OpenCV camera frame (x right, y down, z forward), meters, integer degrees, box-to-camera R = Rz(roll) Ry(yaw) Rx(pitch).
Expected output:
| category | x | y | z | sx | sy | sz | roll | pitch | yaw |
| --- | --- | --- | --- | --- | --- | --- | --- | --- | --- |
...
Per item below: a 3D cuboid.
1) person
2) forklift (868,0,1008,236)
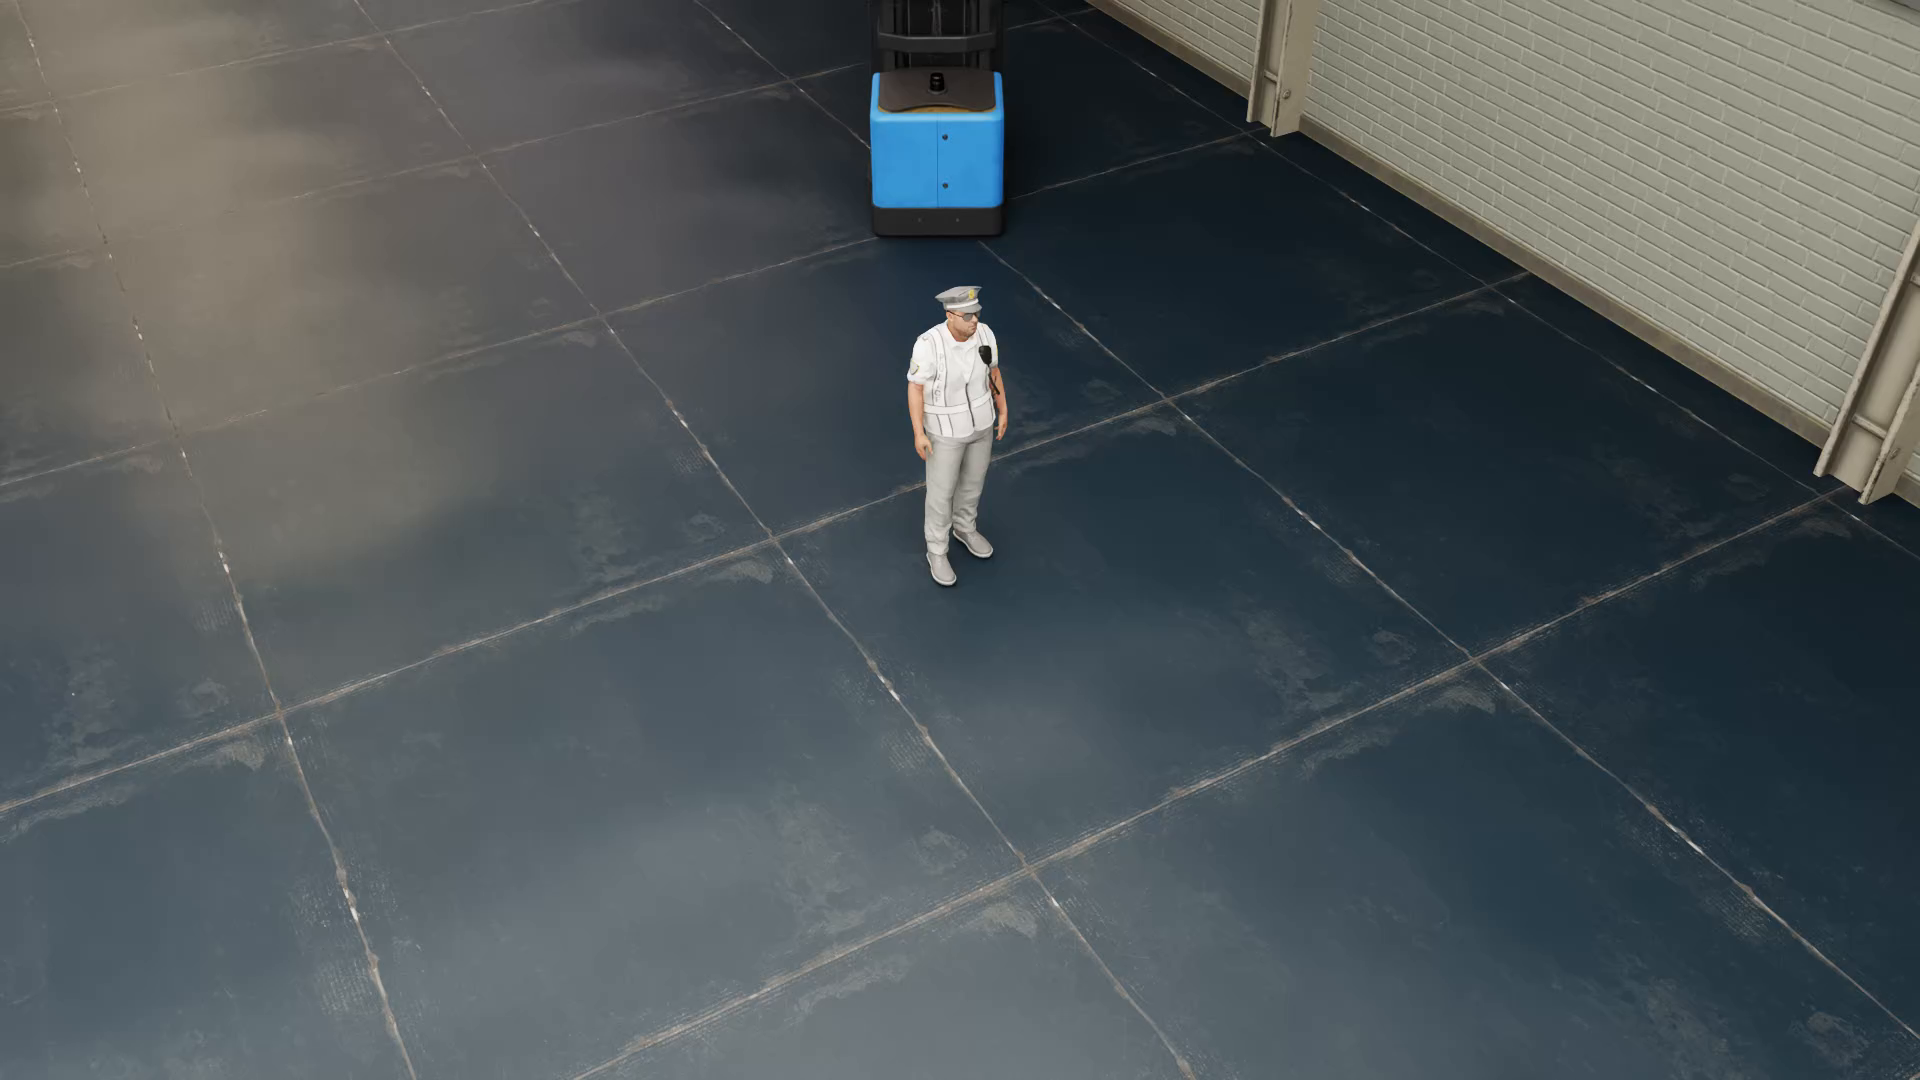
| category | x | y | z | sx | sy | sz | roll | pitch | yaw |
| --- | --- | --- | --- | --- | --- | --- | --- | --- | --- |
| person | 0.029 | -0.645 | 9.702 | 0.641 | 1.780 | 0.573 | -20 | 44 | -23 |
| forklift | -0.188 | -4.443 | 13.392 | 1.130 | 2.935 | 3.031 | 0 | 40 | -1 |
